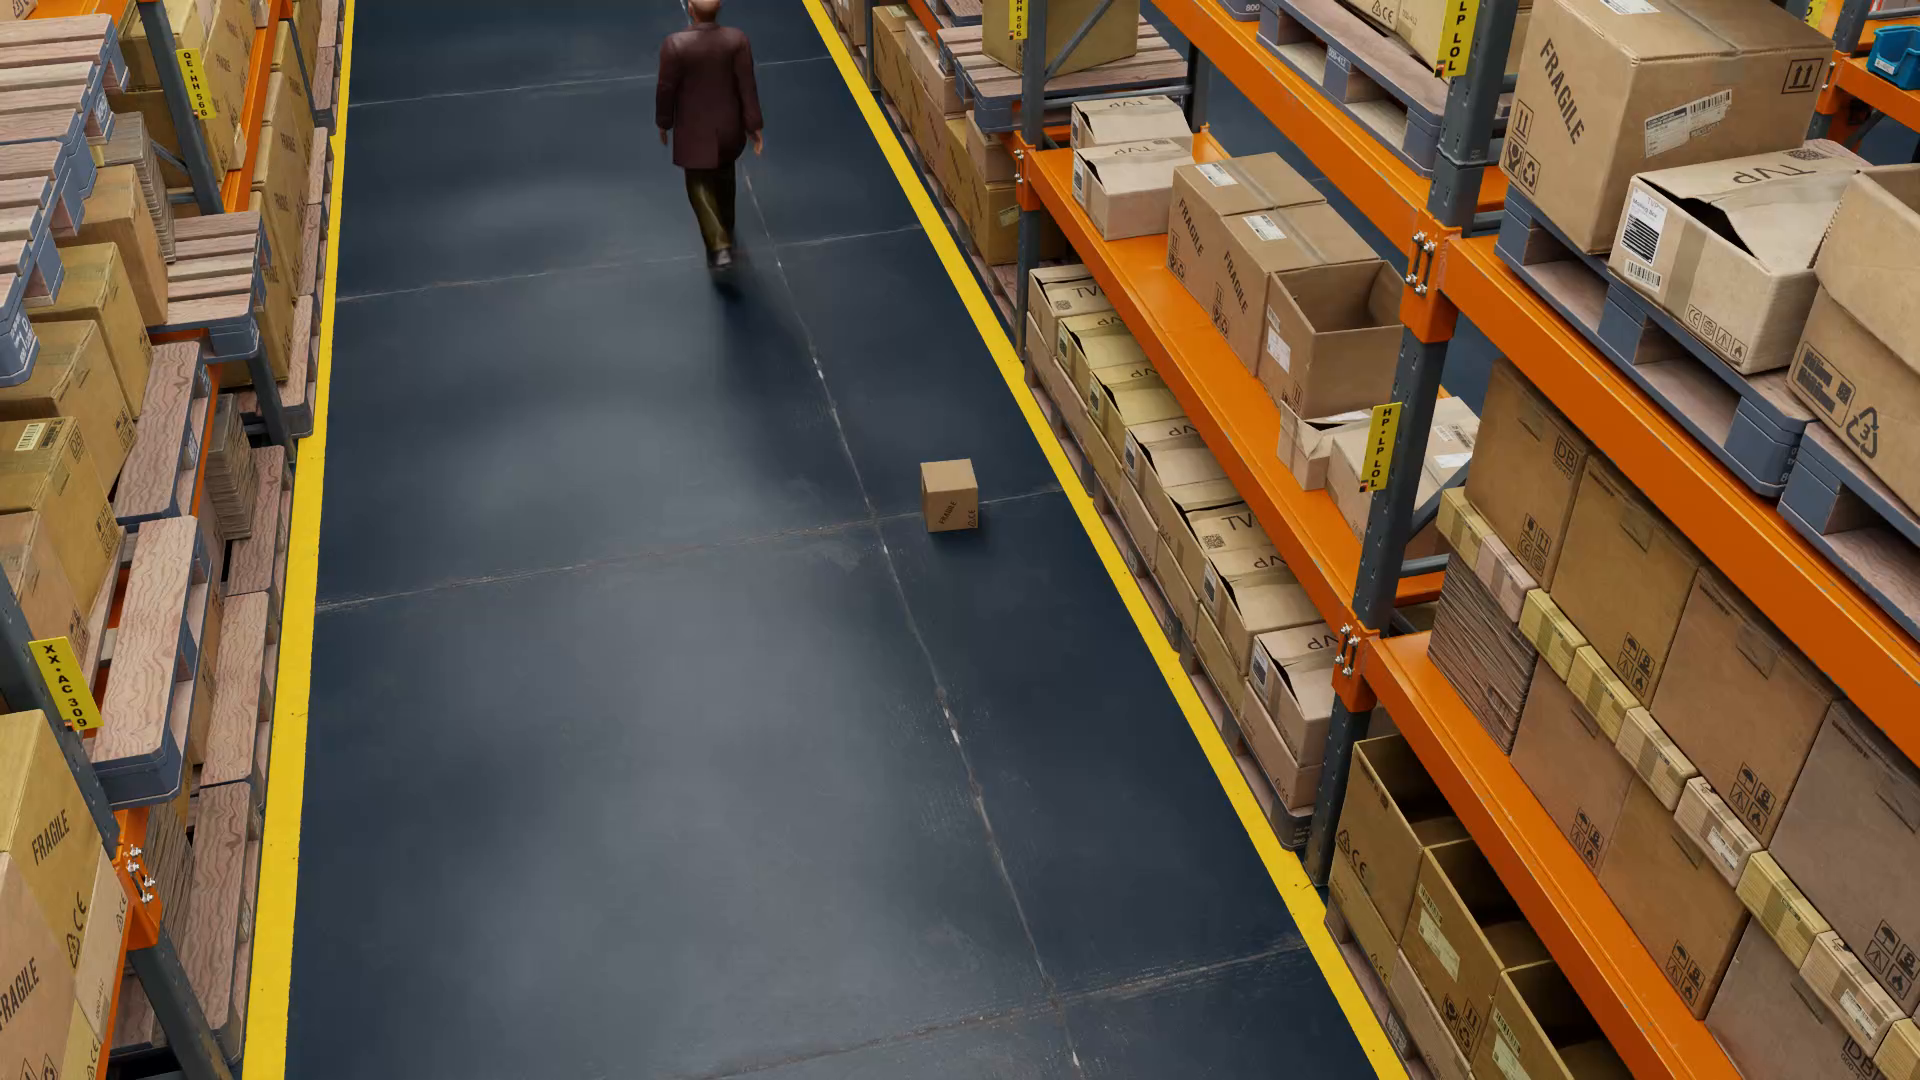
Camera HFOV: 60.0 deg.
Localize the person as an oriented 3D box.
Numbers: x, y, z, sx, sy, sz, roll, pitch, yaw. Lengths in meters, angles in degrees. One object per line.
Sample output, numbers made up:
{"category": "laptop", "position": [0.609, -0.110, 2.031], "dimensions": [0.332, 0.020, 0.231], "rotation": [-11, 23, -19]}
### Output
{"category": "person", "position": [-1.504, -2.497, 9.959], "dimensions": [0.616, 1.739, 1.032], "rotation": [-13, 40, -16]}
